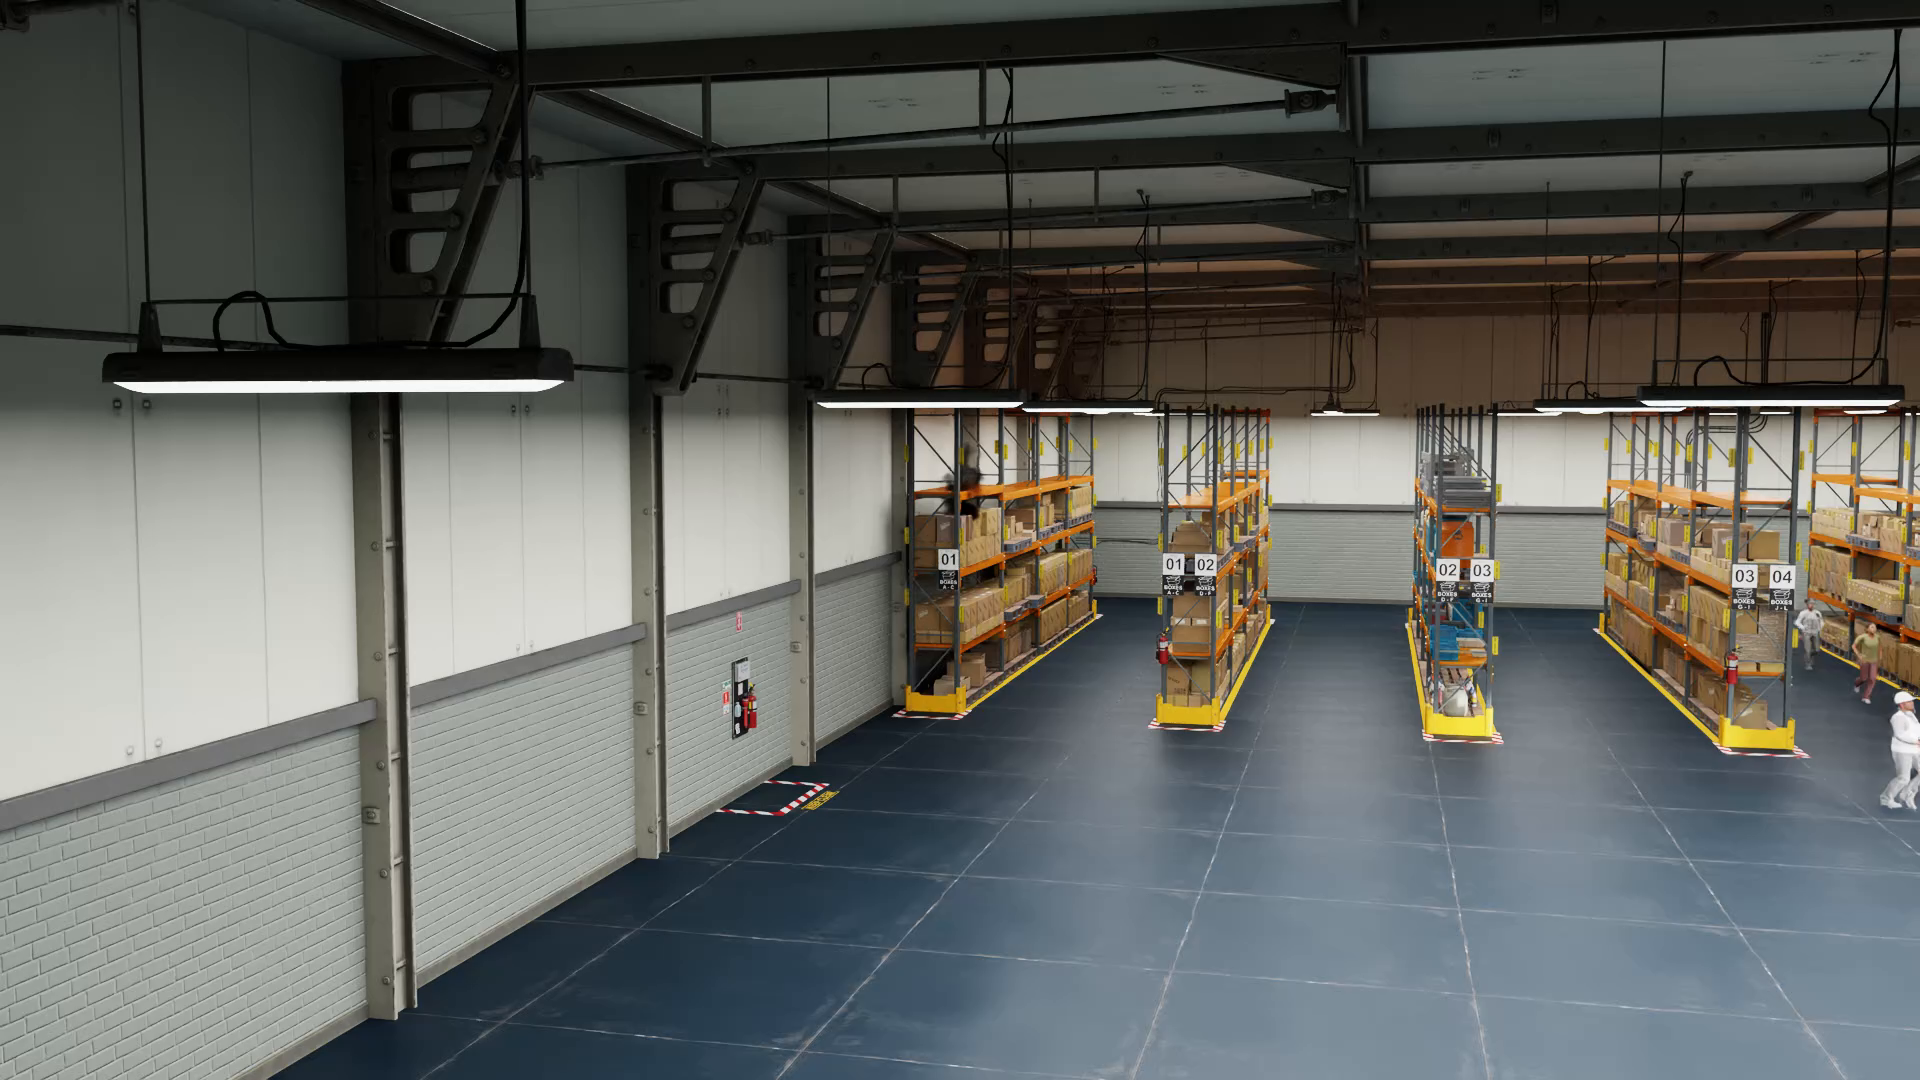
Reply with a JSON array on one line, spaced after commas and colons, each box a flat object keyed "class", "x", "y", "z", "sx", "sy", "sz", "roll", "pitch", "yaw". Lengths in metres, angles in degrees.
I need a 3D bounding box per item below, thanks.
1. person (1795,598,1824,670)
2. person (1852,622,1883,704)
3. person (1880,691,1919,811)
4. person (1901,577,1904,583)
[{"class": "person", "x": 19.393, "y": 2.137, "z": 37.921, "sx": 0.612, "sy": 1.648, "sz": 0.571, "roll": 1, "pitch": 4, "yaw": 13}, {"class": "person", "x": 18.391, "y": 2.464, "z": 33.692, "sx": 0.603, "sy": 1.643, "sz": 0.728, "roll": 0, "pitch": 4, "yaw": 4}, {"class": "person", "x": 13.851, "y": 3.086, "z": 24.304, "sx": 0.667, "sy": 1.756, "sz": 0.674, "roll": -4, "pitch": 5, "yaw": -40}, {"class": "person", "x": 24.047, "y": 1.771, "z": 42.296, "sx": 0.681, "sy": 1.731, "sz": 0.547, "roll": 0, "pitch": 4, "yaw": -1}]
